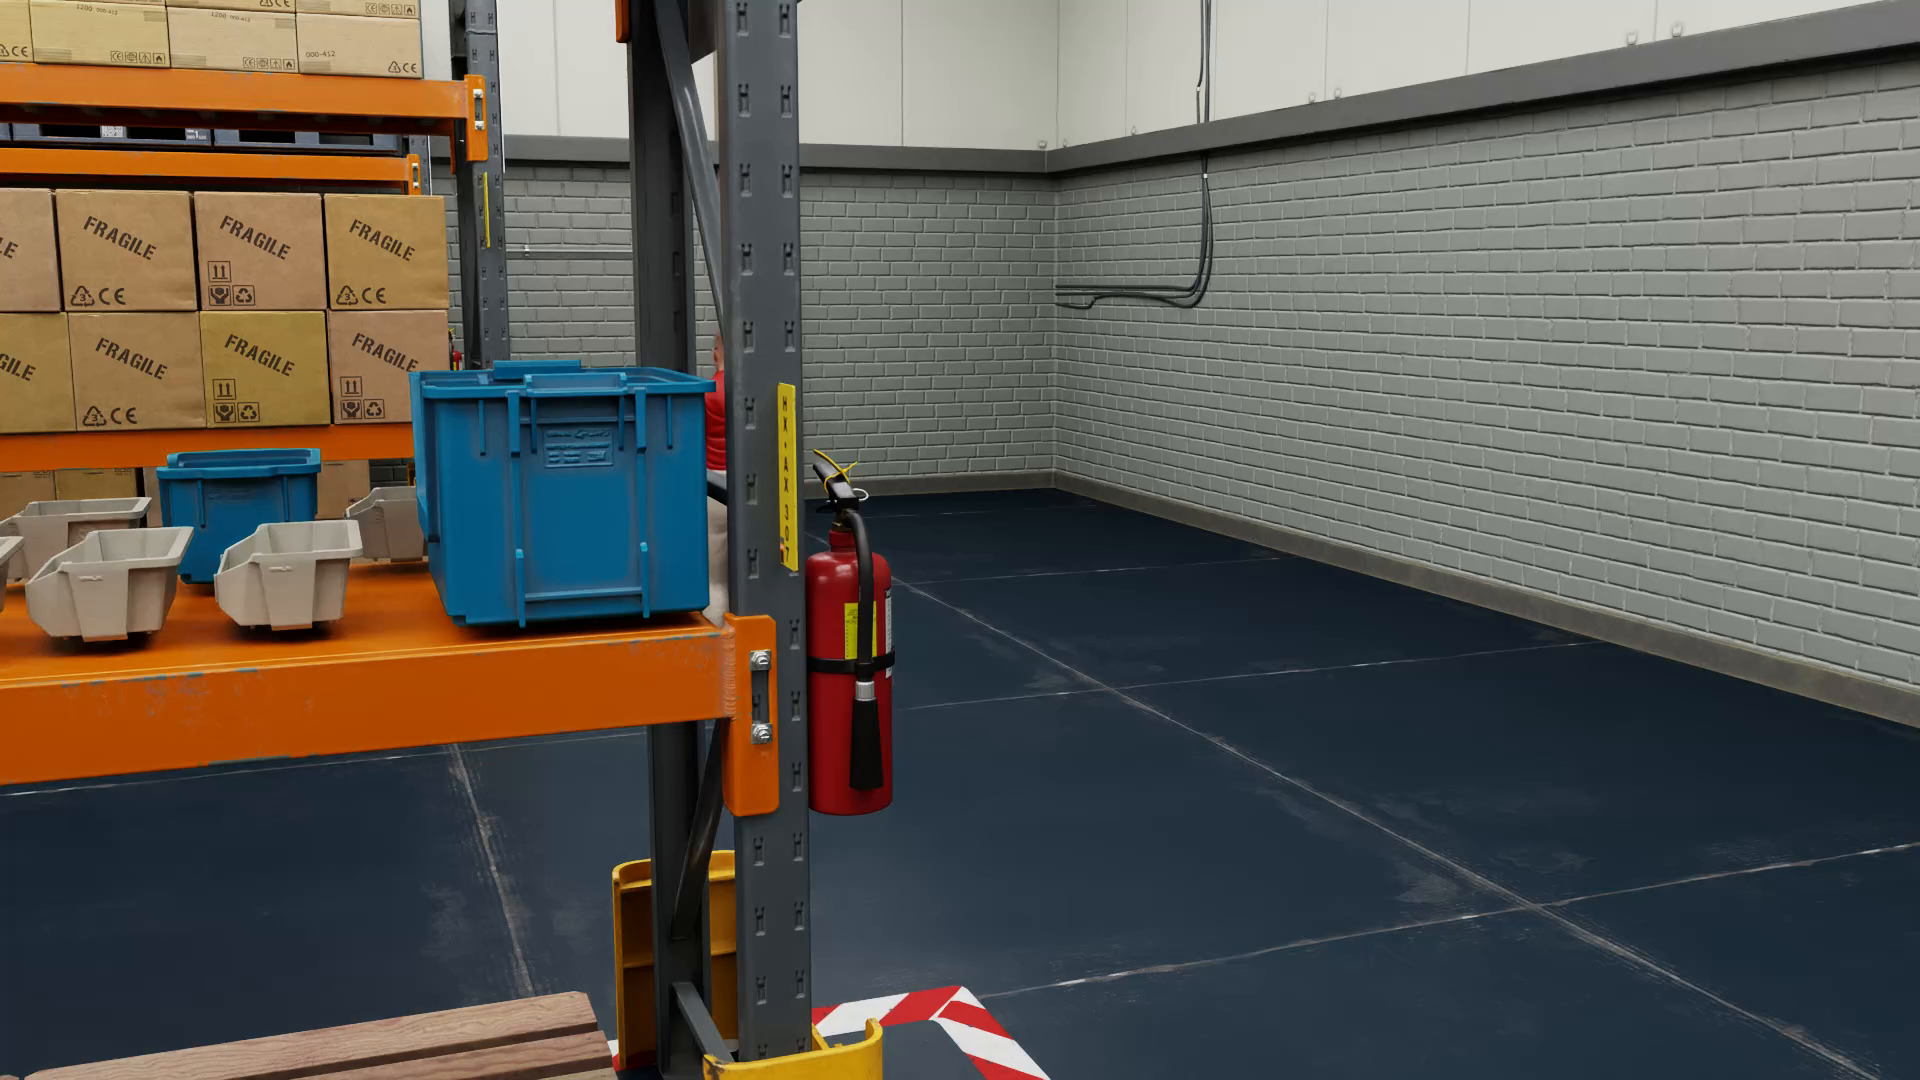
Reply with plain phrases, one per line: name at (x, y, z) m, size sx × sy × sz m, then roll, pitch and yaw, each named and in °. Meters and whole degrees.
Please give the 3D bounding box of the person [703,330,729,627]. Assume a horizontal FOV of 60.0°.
person at (-1.087, -0.190, 7.910) m, size 0.523 × 1.650 × 0.375 m, roll -3°, pitch 9°, yaw -21°
